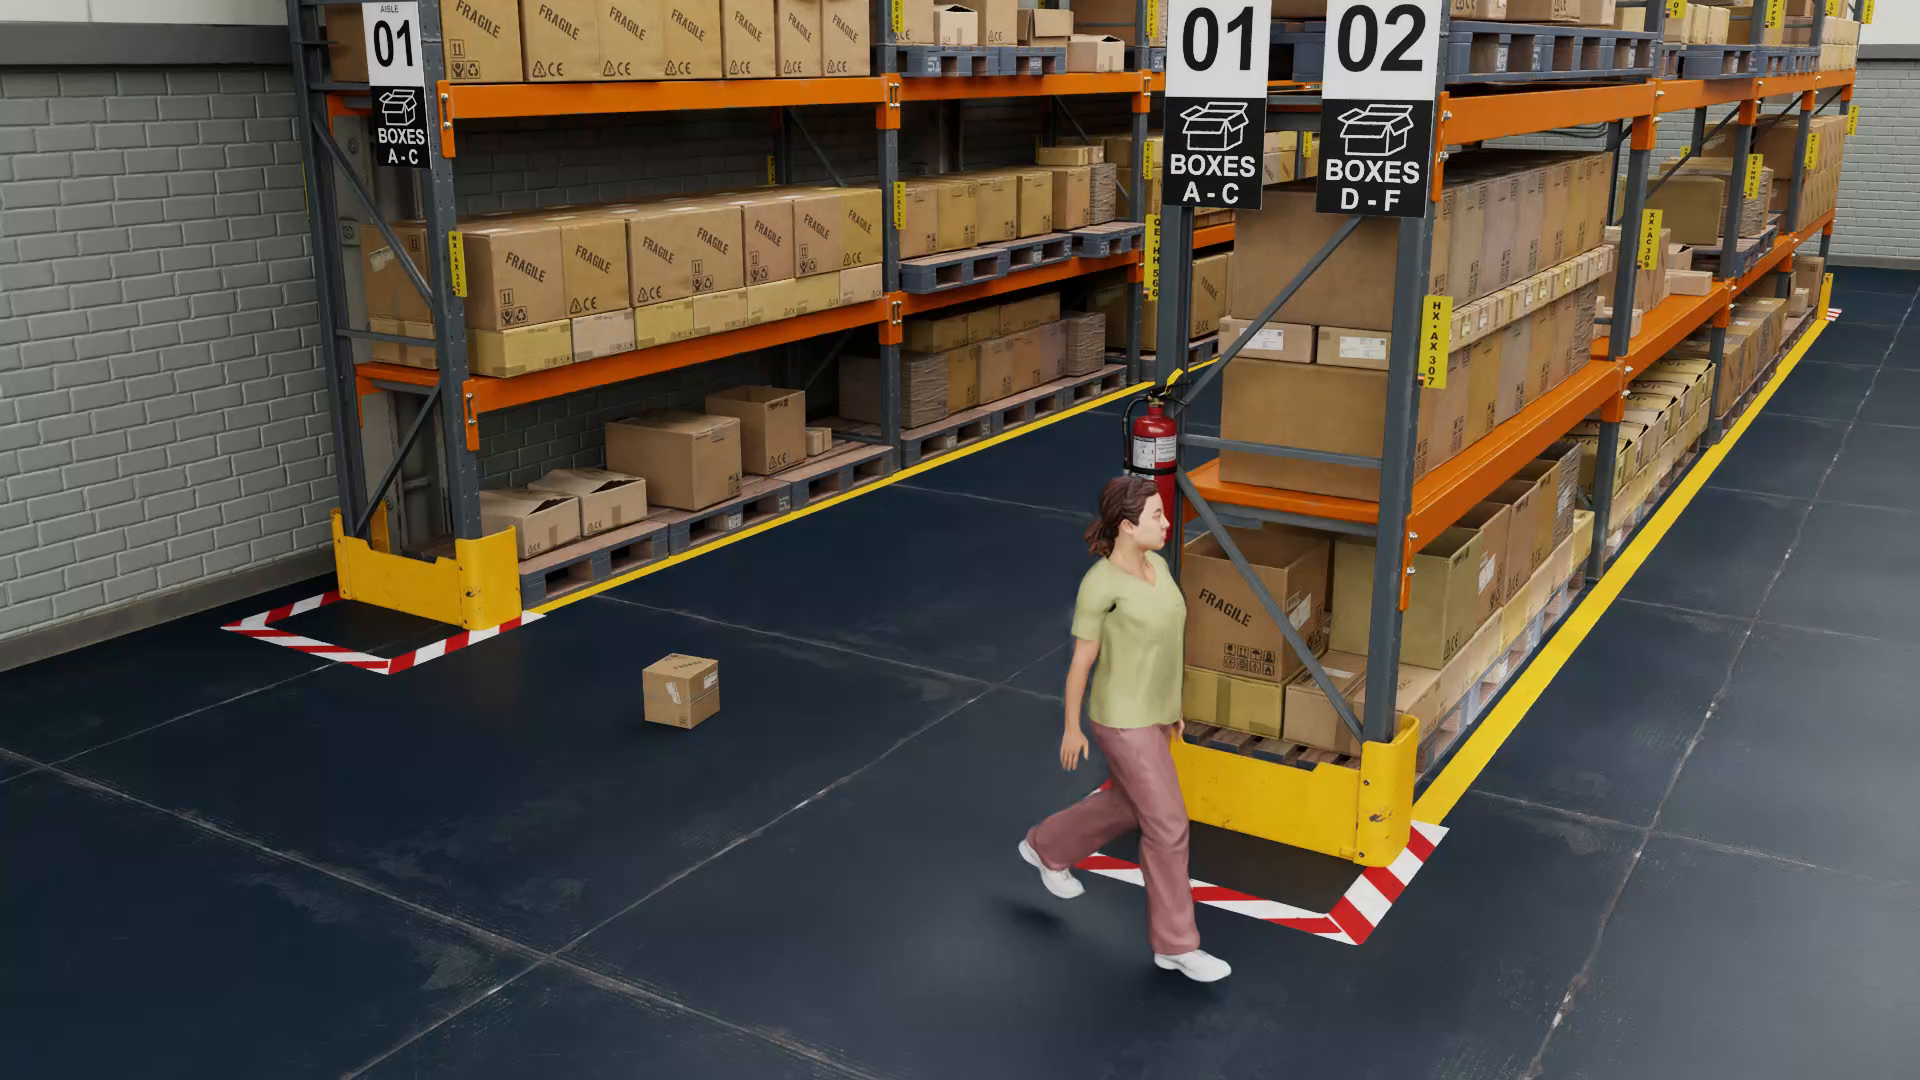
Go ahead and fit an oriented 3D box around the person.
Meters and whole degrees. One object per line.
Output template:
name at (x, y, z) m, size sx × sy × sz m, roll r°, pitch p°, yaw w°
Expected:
person at (0.568, 0.584, 5.541) m, size 0.942 × 1.630 × 0.473 m, roll 12°, pitch 20°, yaw 36°
